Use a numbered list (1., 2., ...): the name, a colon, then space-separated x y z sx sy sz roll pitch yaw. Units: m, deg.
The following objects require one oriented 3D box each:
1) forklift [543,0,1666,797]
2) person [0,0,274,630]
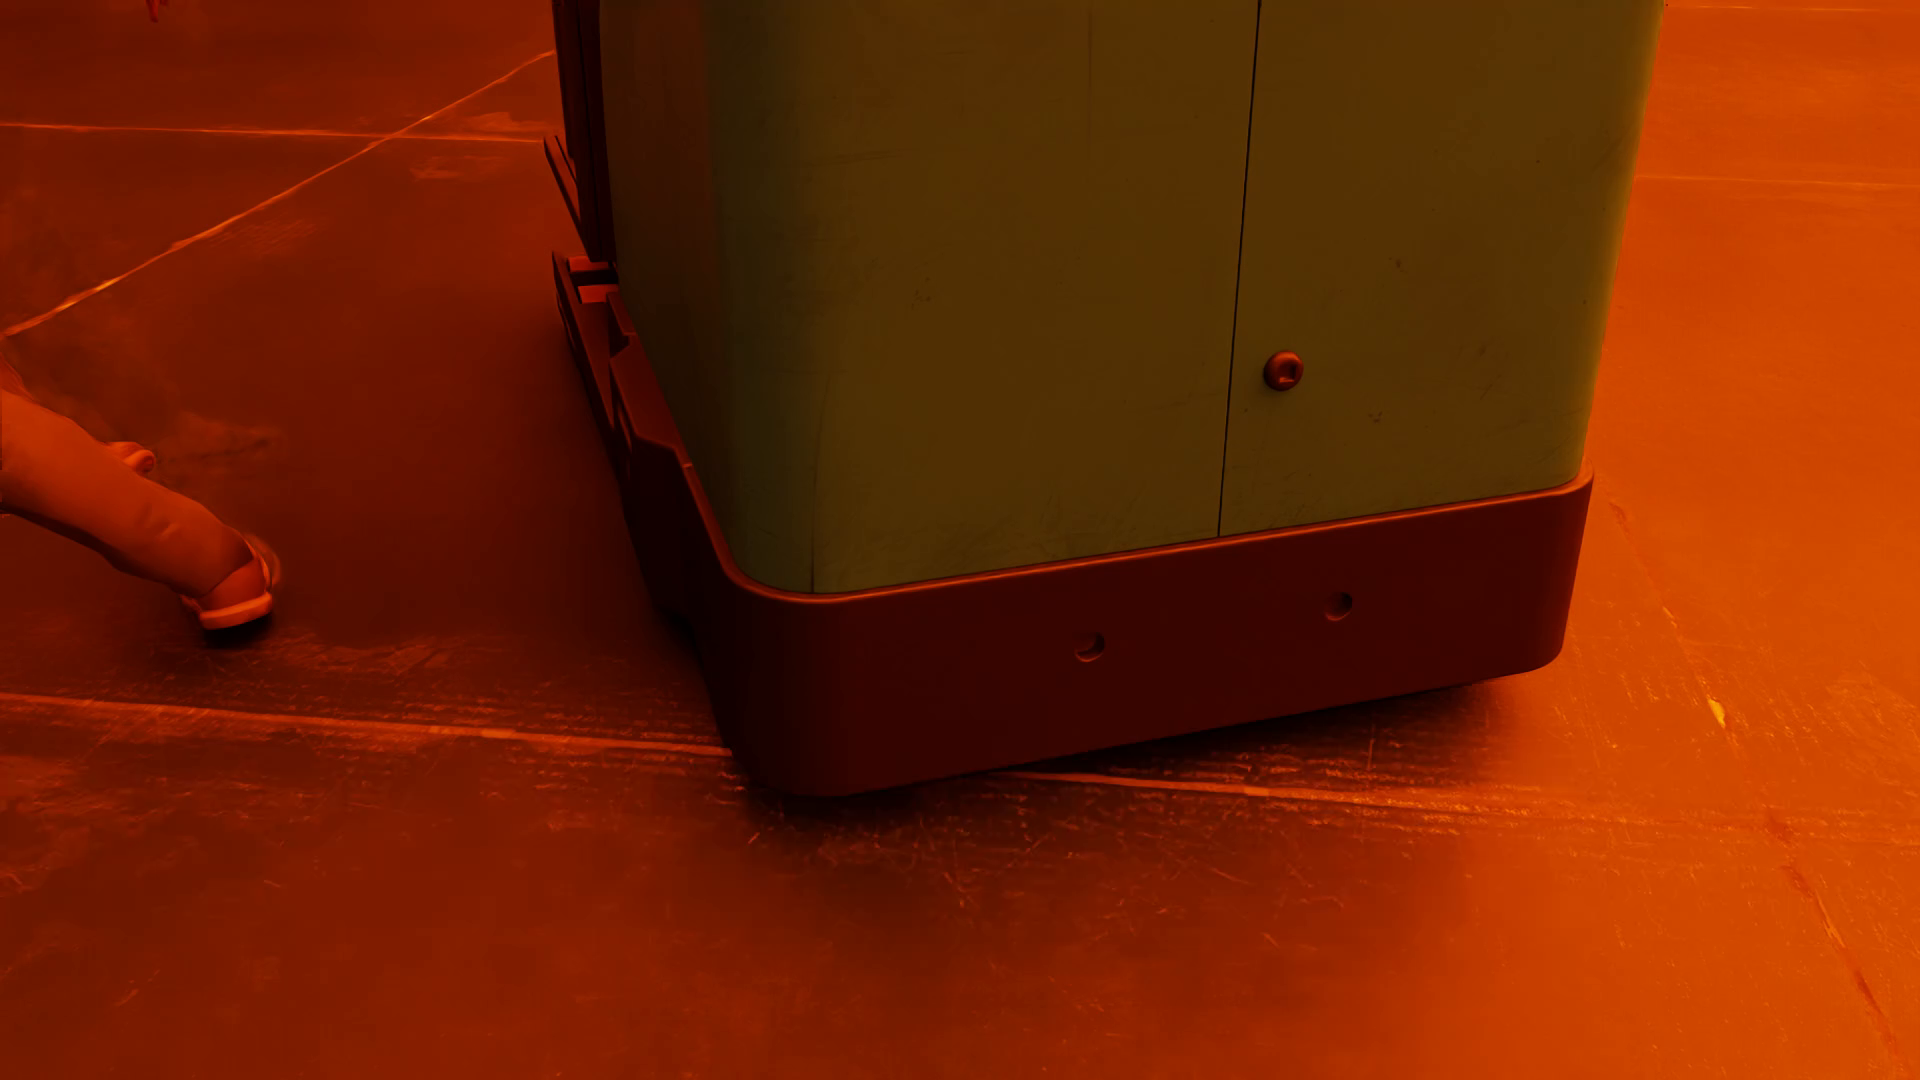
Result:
1. forklift: -0.173 -1.674 2.572 1.130 2.935 3.031 -8 28 -16
2. person: -1.380 -0.526 1.966 0.838 1.427 0.899 23 35 38
